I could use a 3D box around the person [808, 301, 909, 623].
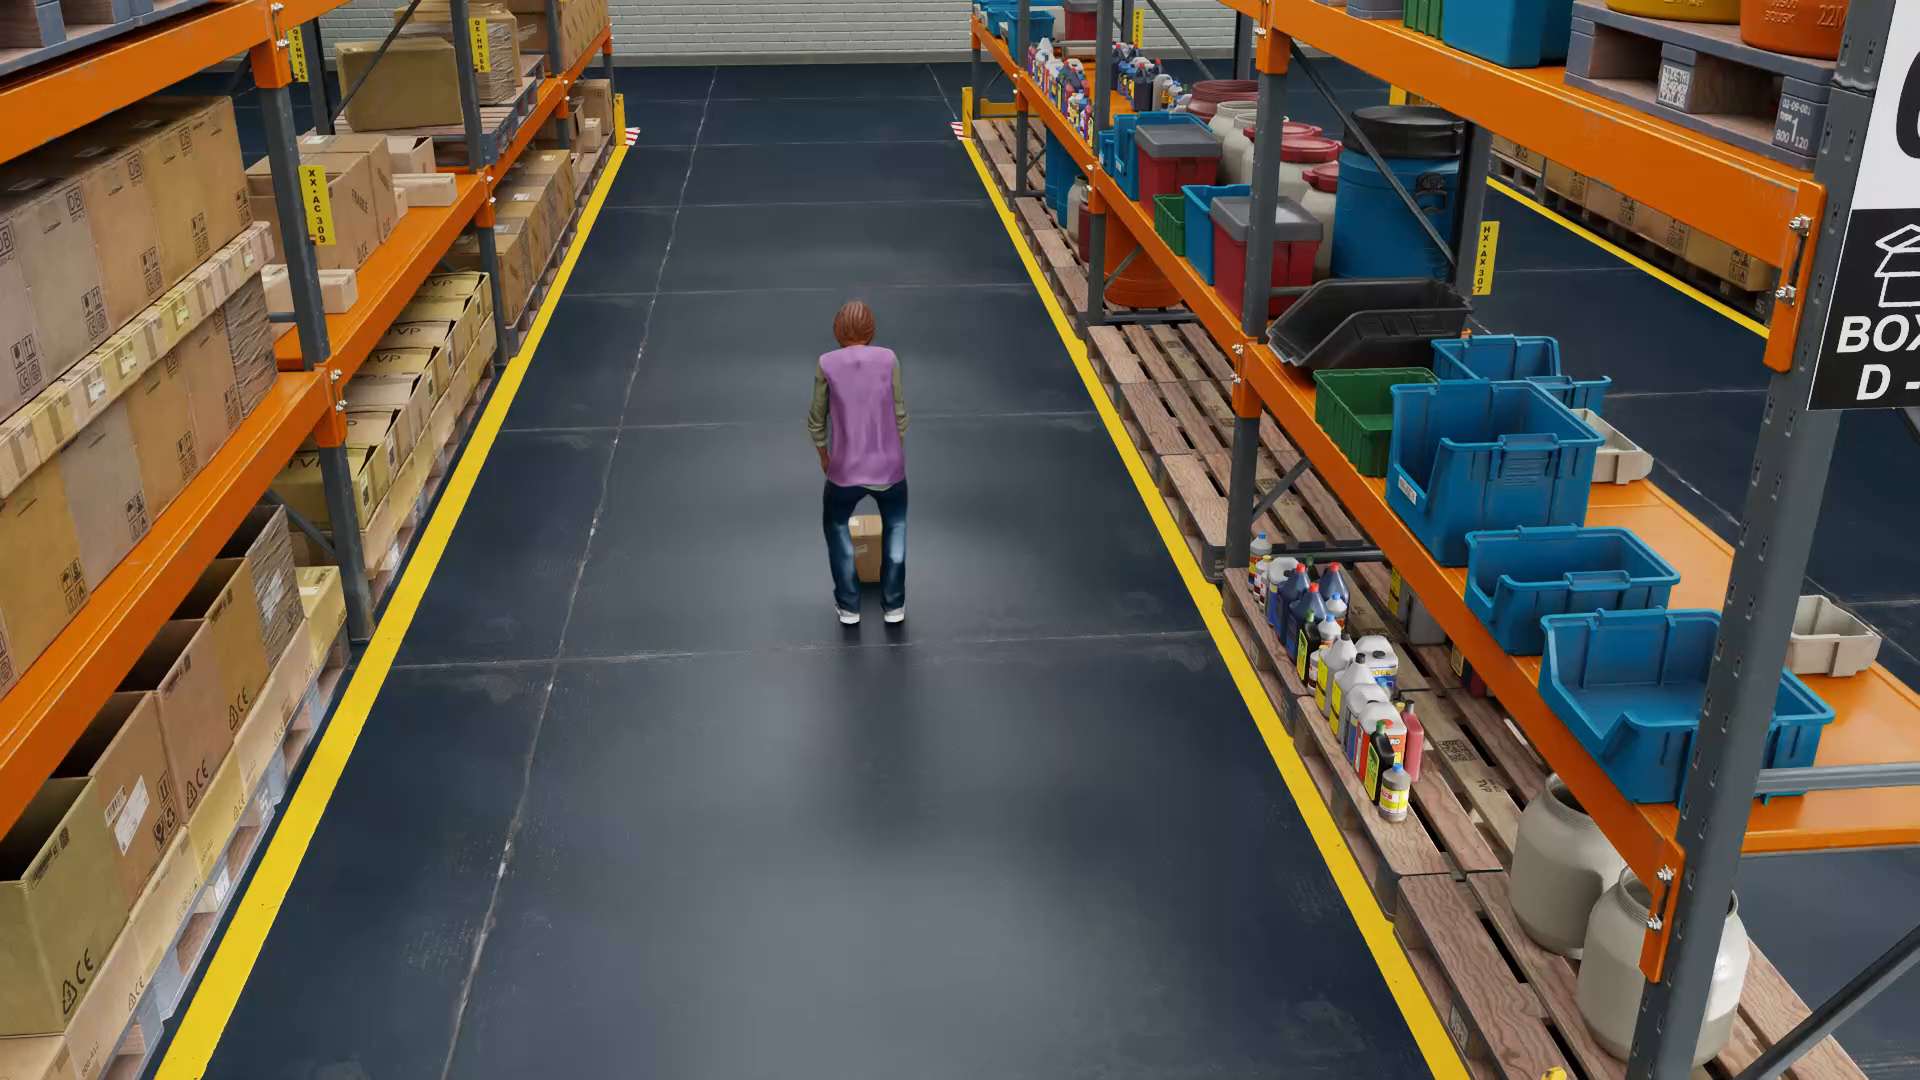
[{"bbox_3d":[-0.455,-0.316,7.518,0.451,1.449,0.518,-2,24,-4],"label":"person"}]
